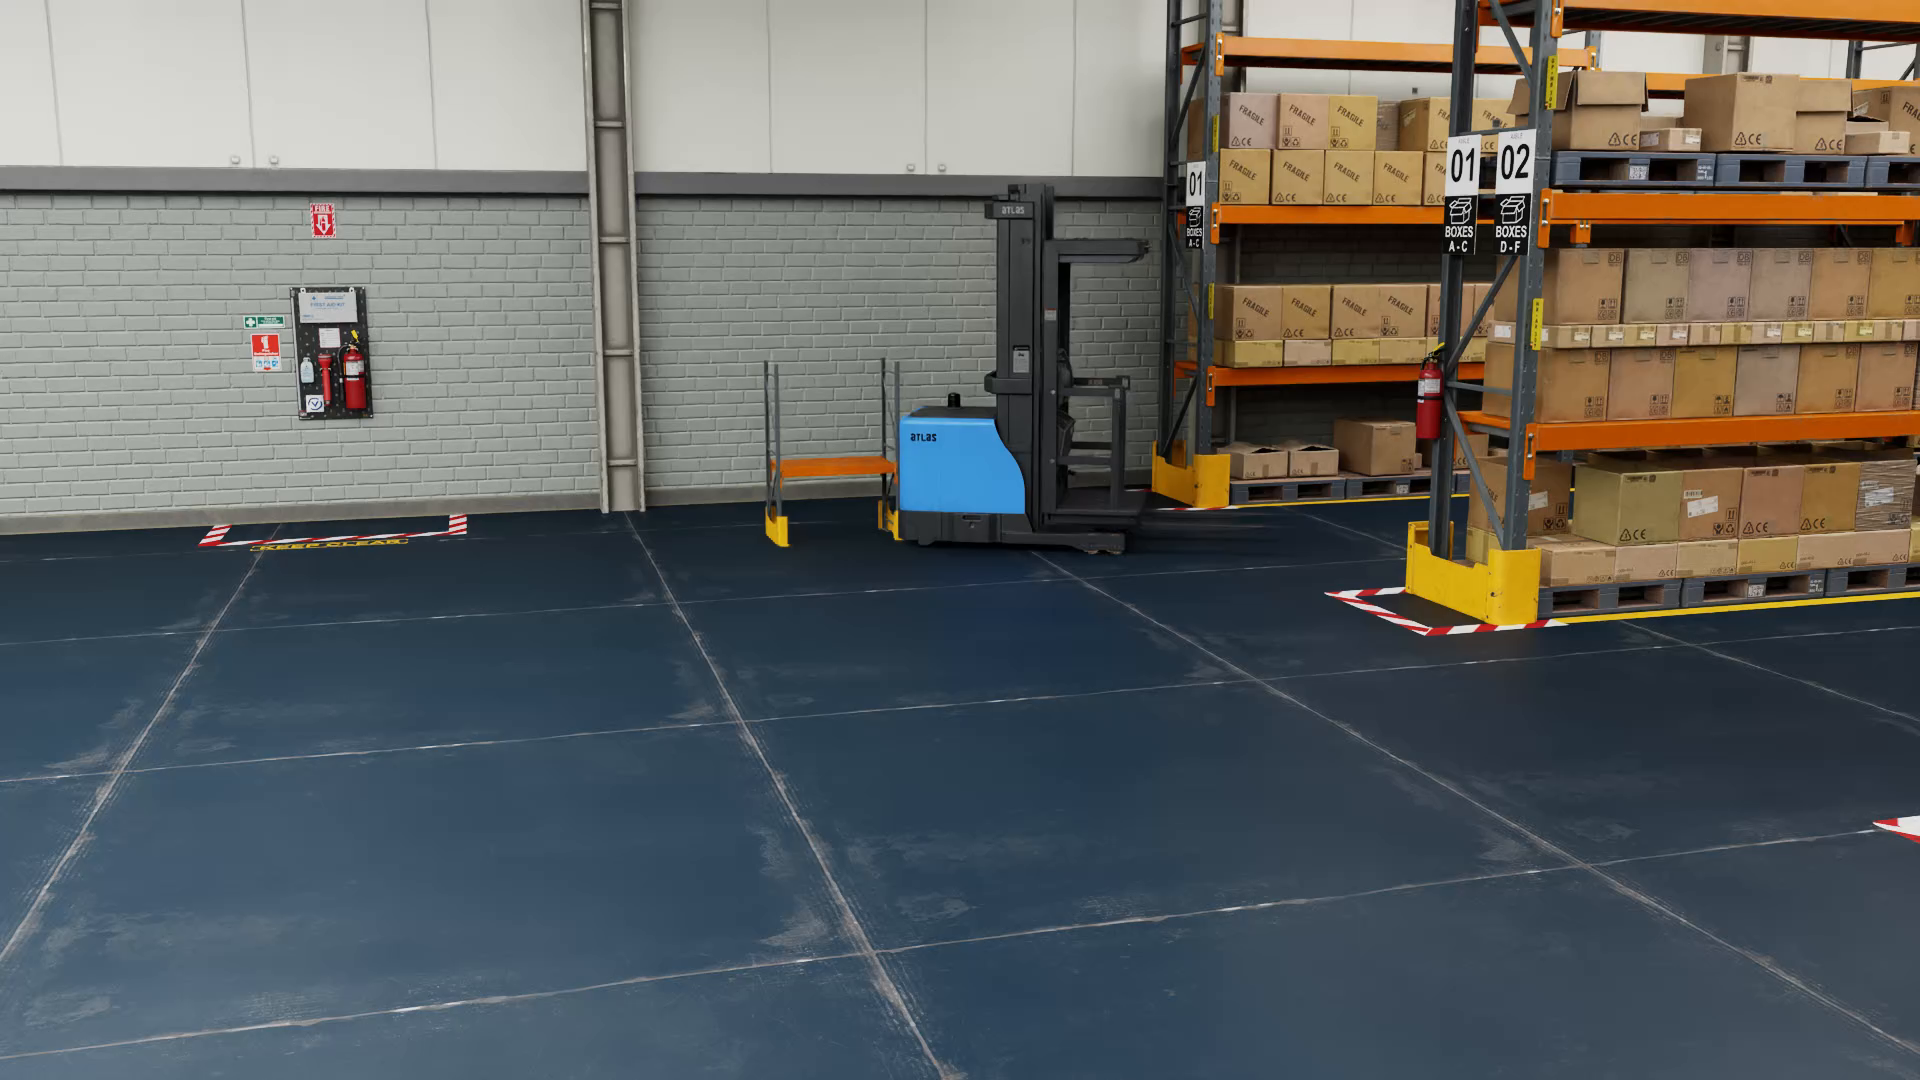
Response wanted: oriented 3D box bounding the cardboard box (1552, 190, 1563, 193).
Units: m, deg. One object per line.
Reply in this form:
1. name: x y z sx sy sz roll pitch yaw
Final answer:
1. cardboard box: 5.591 -3.547 16.415 0.500 0.500 0.500 -3 11 -14

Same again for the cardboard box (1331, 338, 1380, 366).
1. cardboard box: 3.711 -1.838 16.107 0.500 0.250 0.500 -3 11 -17

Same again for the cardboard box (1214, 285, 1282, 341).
1. cardboard box: 2.711 -2.156 15.762 0.500 0.500 0.500 -3 11 -16

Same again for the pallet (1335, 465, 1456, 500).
1. pallet: 4.200 -0.608 16.766 1.213 0.211 1.003 -3 11 -16

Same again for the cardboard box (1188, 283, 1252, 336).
1. cardboard box: 2.561 -2.245 16.245 0.500 0.500 0.500 -3 11 -17

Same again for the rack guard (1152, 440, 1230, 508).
1. rack guard: 2.241 -0.654 16.218 0.348 0.500 1.175 -3 11 -16

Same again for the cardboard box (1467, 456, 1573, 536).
1. cardboard box: 3.988 -0.320 11.865 0.500 0.500 0.500 -3 11 -16

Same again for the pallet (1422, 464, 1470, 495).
1. pallet: 5.374 -0.670 17.105 1.213 0.211 1.003 -3 11 -16

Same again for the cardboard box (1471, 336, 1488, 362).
1. cardboard box: 5.158 -1.917 16.536 0.500 0.250 0.500 -3 11 -16

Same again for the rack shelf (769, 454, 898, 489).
1. rack shelf: -1.077 -0.583 14.062 1.000 0.185 0.538 -3 11 -17

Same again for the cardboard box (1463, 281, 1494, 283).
1. cardboard box: 5.499 -2.399 17.082 0.500 0.500 0.500 -3 11 -17

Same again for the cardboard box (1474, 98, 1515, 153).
1. cardboard box: 5.077 -4.006 16.142 0.500 0.500 0.500 -2 11 -13

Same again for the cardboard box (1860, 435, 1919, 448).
1. cardboard box: 10.592 -1.448 18.404 0.750 0.750 0.750 -3 11 -17

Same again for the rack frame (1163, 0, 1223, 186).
1. rack frame: 2.168 -4.830 15.427 0.127 3.000 1.000 -3 11 -16

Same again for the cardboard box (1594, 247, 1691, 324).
1. cardboard box: 4.562 -1.757 11.448 0.500 0.500 0.700 -3 11 -17

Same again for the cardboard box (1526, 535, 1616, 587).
1. cardboard box: 4.133 0.139 11.442 0.500 0.250 0.500 -3 11 -16

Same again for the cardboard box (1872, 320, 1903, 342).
1. cardboard box: 6.455 -1.499 11.835 0.250 0.149 0.380 -3 11 -16

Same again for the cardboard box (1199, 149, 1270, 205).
1. cardboard box: 2.559 -3.387 15.544 0.500 0.500 0.500 -3 11 -14

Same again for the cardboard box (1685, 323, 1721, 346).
1. cardboard box: 4.984 -1.422 11.416 0.250 0.149 0.380 -3 11 -18

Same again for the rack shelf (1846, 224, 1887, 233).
1. rack shelf: 11.770 -3.507 18.513 4.000 0.370 1.077 -3 11 -16

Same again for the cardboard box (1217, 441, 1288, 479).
1. cardboard box: 2.858 -0.793 16.279 0.500 0.311 0.500 -4 11 -22

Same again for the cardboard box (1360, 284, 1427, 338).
1. cardboard box: 4.178 -2.233 16.177 0.500 0.500 0.500 -3 11 -14

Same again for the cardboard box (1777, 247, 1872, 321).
1. cardboard box: 6.007 -1.834 11.862 0.500 0.500 0.700 -3 11 -16

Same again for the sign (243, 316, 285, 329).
1. sign: -6.099 -1.910 14.574 0.331 0.109 0.001 -3 11 -16

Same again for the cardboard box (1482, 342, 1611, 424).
1. cardboard box: 4.008 -1.089 11.401 0.500 0.500 0.700 -3 11 -16

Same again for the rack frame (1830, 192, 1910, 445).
1. rack frame: 9.849 -2.284 18.170 0.127 3.000 1.000 -3 11 -16

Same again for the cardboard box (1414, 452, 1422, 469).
1. cardboard box: 4.468 -0.819 16.868 0.250 0.149 0.380 -4 11 -21

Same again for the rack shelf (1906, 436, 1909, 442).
1. rack shelf: 9.317 -0.968 13.008 4.000 0.370 1.077 -3 11 -16

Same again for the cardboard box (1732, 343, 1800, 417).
1. cardboard box: 5.494 -1.168 11.829 0.500 0.500 0.700 -3 11 -14

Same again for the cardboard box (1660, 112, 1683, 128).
1. cardboard box: 5.122 -2.857 11.698 0.500 0.311 0.500 -2 11 -9

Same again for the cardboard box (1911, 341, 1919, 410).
1. cardboard box: 6.973 -1.247 12.256 0.500 0.500 0.700 -3 11 -17

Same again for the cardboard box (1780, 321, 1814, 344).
1. cardboard box: 5.722 -1.460 11.625 0.250 0.149 0.380 -3 11 -14

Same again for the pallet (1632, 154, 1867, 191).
1. pallet: 5.416 -2.544 11.539 1.213 0.211 1.003 -3 11 -16

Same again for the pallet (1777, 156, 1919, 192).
1. pallet: 6.585 -2.605 11.871 1.213 0.211 1.003 -3 11 -16

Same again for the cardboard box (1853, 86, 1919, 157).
1. cardboard box: 6.840 -3.041 12.173 0.500 0.500 0.500 -2 11 -11

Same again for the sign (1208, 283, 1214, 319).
1. sign: 2.320 -2.211 15.380 0.005 0.325 0.100 -3 11 -16

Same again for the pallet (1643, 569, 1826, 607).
1. pallet: 5.448 0.246 12.128 1.213 0.211 1.003 -3 11 -16

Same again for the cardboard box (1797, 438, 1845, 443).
1. cardboard box: 9.173 -1.226 18.109 0.500 0.500 0.700 -3 11 -15

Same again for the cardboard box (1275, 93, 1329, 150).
1. cardboard box: 3.102 -3.899 15.564 0.500 0.500 0.500 -3 11 -17

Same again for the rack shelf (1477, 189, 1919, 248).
1. rack shelf: 5.477 -2.241 11.637 4.000 0.370 1.077 -3 11 -16

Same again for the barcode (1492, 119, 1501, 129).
1. barcode: 3.711 -2.878 11.508 0.075 0.075 0.001 -3 11 -16

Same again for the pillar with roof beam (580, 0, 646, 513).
1. pillar with roof beam: -1.959 -3.964 10.722 0.400 9.000 9.100 -3 11 -16

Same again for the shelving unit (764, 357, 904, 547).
1. shelving unit: -1.068 -0.760 14.032 1.083 1.500 0.587 -3 11 -17

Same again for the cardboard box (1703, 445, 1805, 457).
1. cardboard box: 5.904 -0.424 12.430 0.500 0.500 0.500 -3 11 -16

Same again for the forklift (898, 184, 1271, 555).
1. forklift: 1.053 -1.427 13.700 3.031 2.935 1.130 2 11 9

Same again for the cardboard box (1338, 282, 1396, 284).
1. cardboard box: 4.026 -2.321 16.658 0.500 0.500 0.500 -3 11 -15

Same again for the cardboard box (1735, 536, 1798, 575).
1. cardboard box: 5.574 0.063 11.853 0.500 0.250 0.500 -3 11 -16

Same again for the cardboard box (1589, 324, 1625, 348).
1. cardboard box: 4.246 -1.383 11.206 0.250 0.149 0.380 -3 11 -17

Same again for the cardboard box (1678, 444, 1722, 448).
1. cardboard box: 7.694 -1.163 17.766 0.500 0.500 0.700 -3 11 -15

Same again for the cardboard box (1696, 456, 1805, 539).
1. cardboard box: 5.574 -0.305 11.784 0.500 0.500 0.500 -3 11 -16

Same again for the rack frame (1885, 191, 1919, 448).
1. rack frame: 7.397 -1.221 12.393 0.127 3.000 1.000 -3 11 -16

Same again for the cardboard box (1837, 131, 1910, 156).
1. cardboard box: 6.315 -2.739 11.504 0.250 0.149 0.380 -3 11 -16

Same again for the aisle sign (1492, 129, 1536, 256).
1. aisle sign: 3.579 -2.240 10.751 0.004 0.787 0.394 -3 11 -16

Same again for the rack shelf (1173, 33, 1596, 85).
1. rack shelf: 4.089 -4.576 16.043 4.000 0.370 1.077 -3 11 -16

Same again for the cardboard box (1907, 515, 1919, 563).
1. cardboard box: 7.013 -0.014 12.271 0.500 0.250 0.500 -3 11 -16

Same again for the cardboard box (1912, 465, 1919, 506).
1. cardboard box: 7.706 -0.421 12.936 0.500 0.311 0.500 -3 11 -16

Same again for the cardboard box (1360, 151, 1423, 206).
1. cardboard box: 4.091 -3.466 15.972 0.500 0.500 0.500 -2 11 -12
